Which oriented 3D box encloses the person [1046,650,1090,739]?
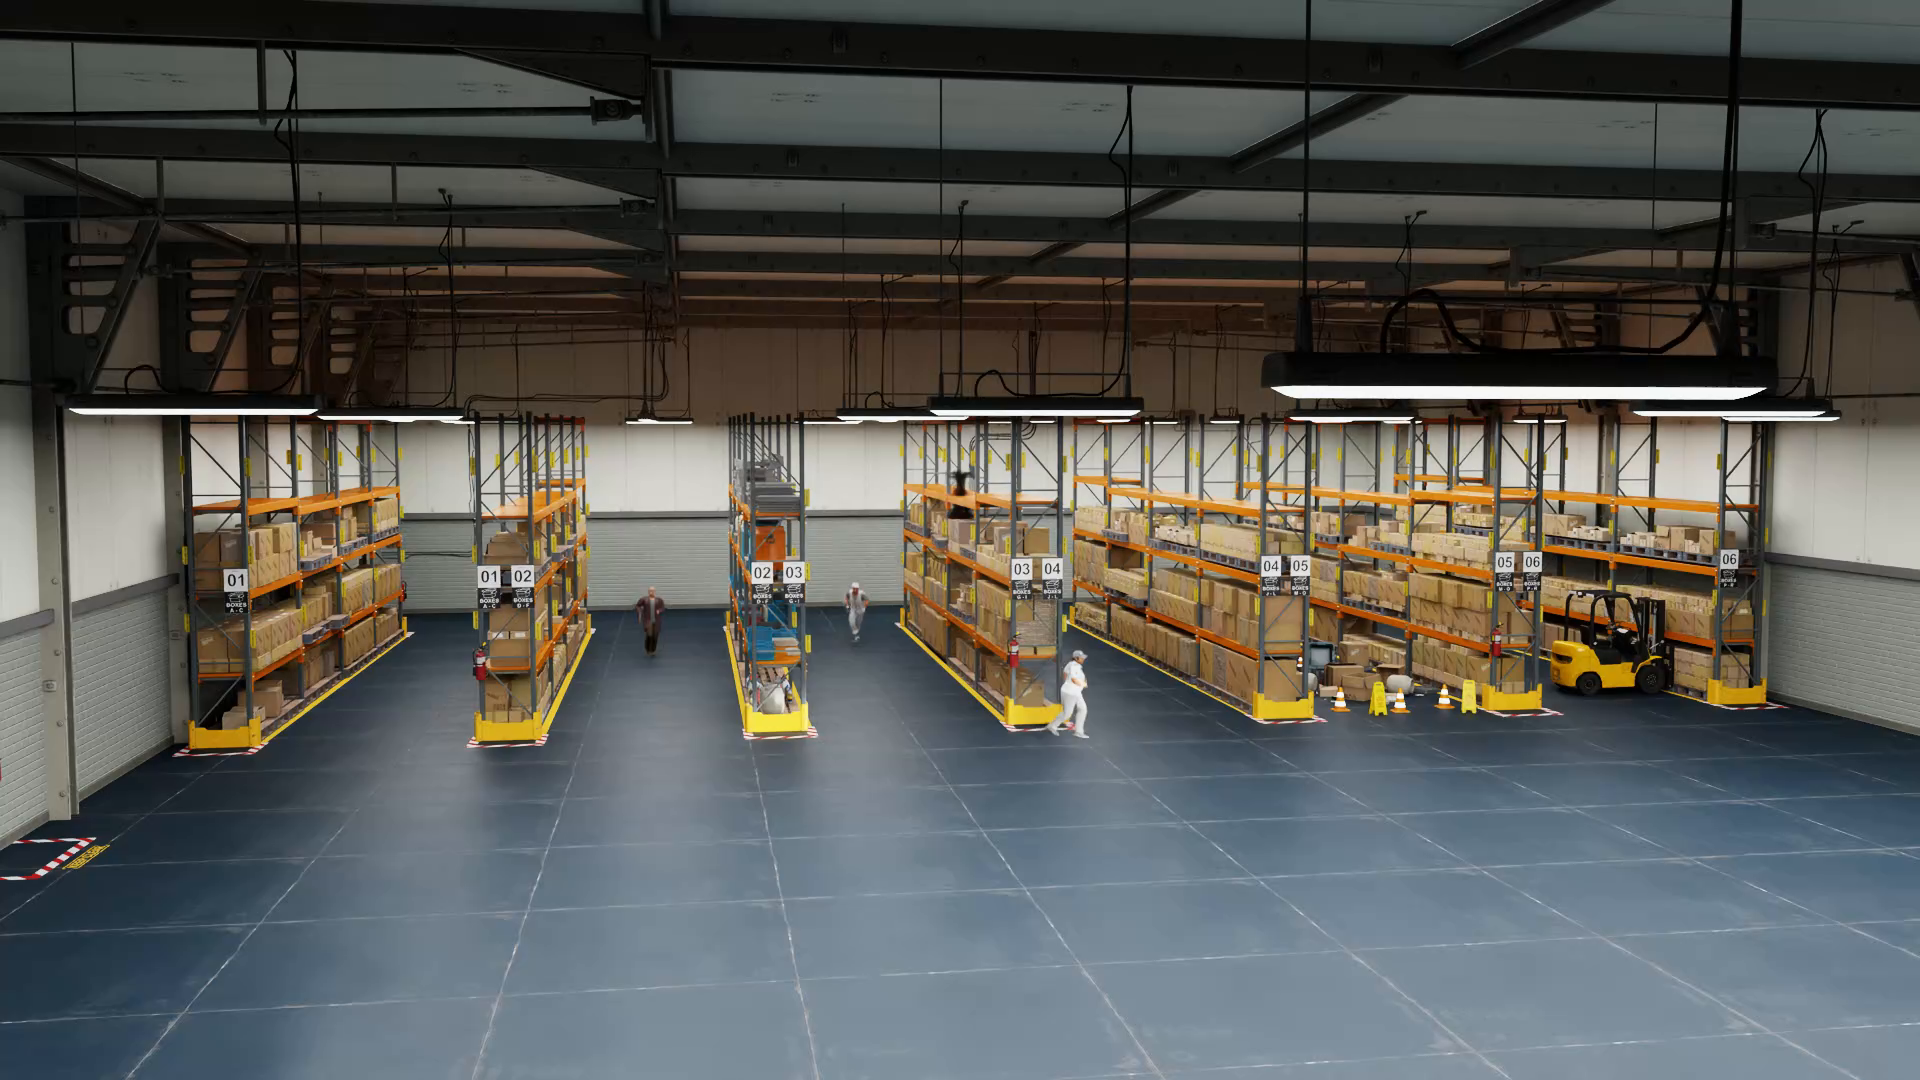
[{"bbox_3d":[1.977,2.831,30.499,0.813,1.632,0.572,1,4,15],"label":"person"}]

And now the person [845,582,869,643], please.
[{"bbox_3d":[-2.727,1.903,44.281,0.647,1.645,1.071,0,4,4],"label":"person"}]

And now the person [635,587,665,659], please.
[{"bbox_3d":[-7.622,2.047,41.102,0.691,1.792,0.764,-2,4,-22],"label":"person"}]
